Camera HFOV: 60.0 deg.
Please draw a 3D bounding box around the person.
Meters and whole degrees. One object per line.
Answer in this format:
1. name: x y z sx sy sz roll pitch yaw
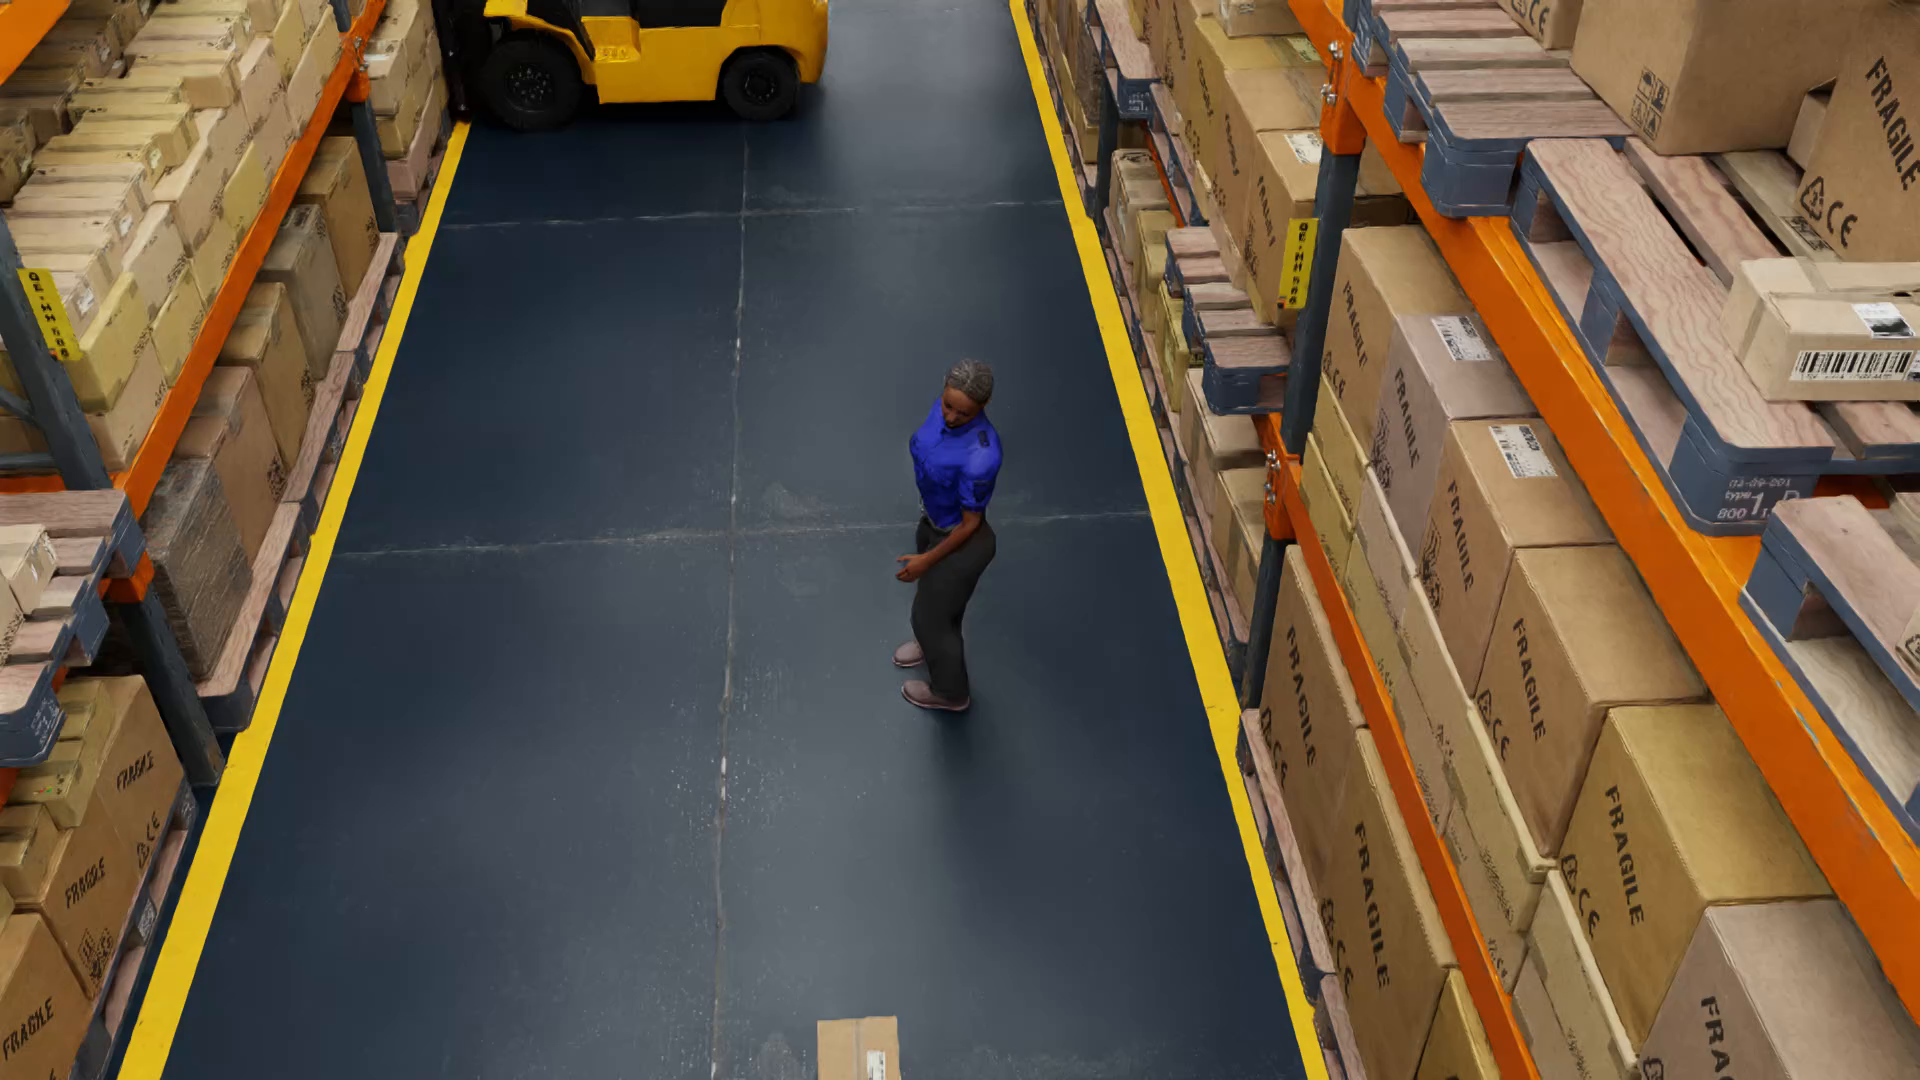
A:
1. person: -0.084 -0.025 6.208 0.398 1.648 0.557 -11 41 -13
